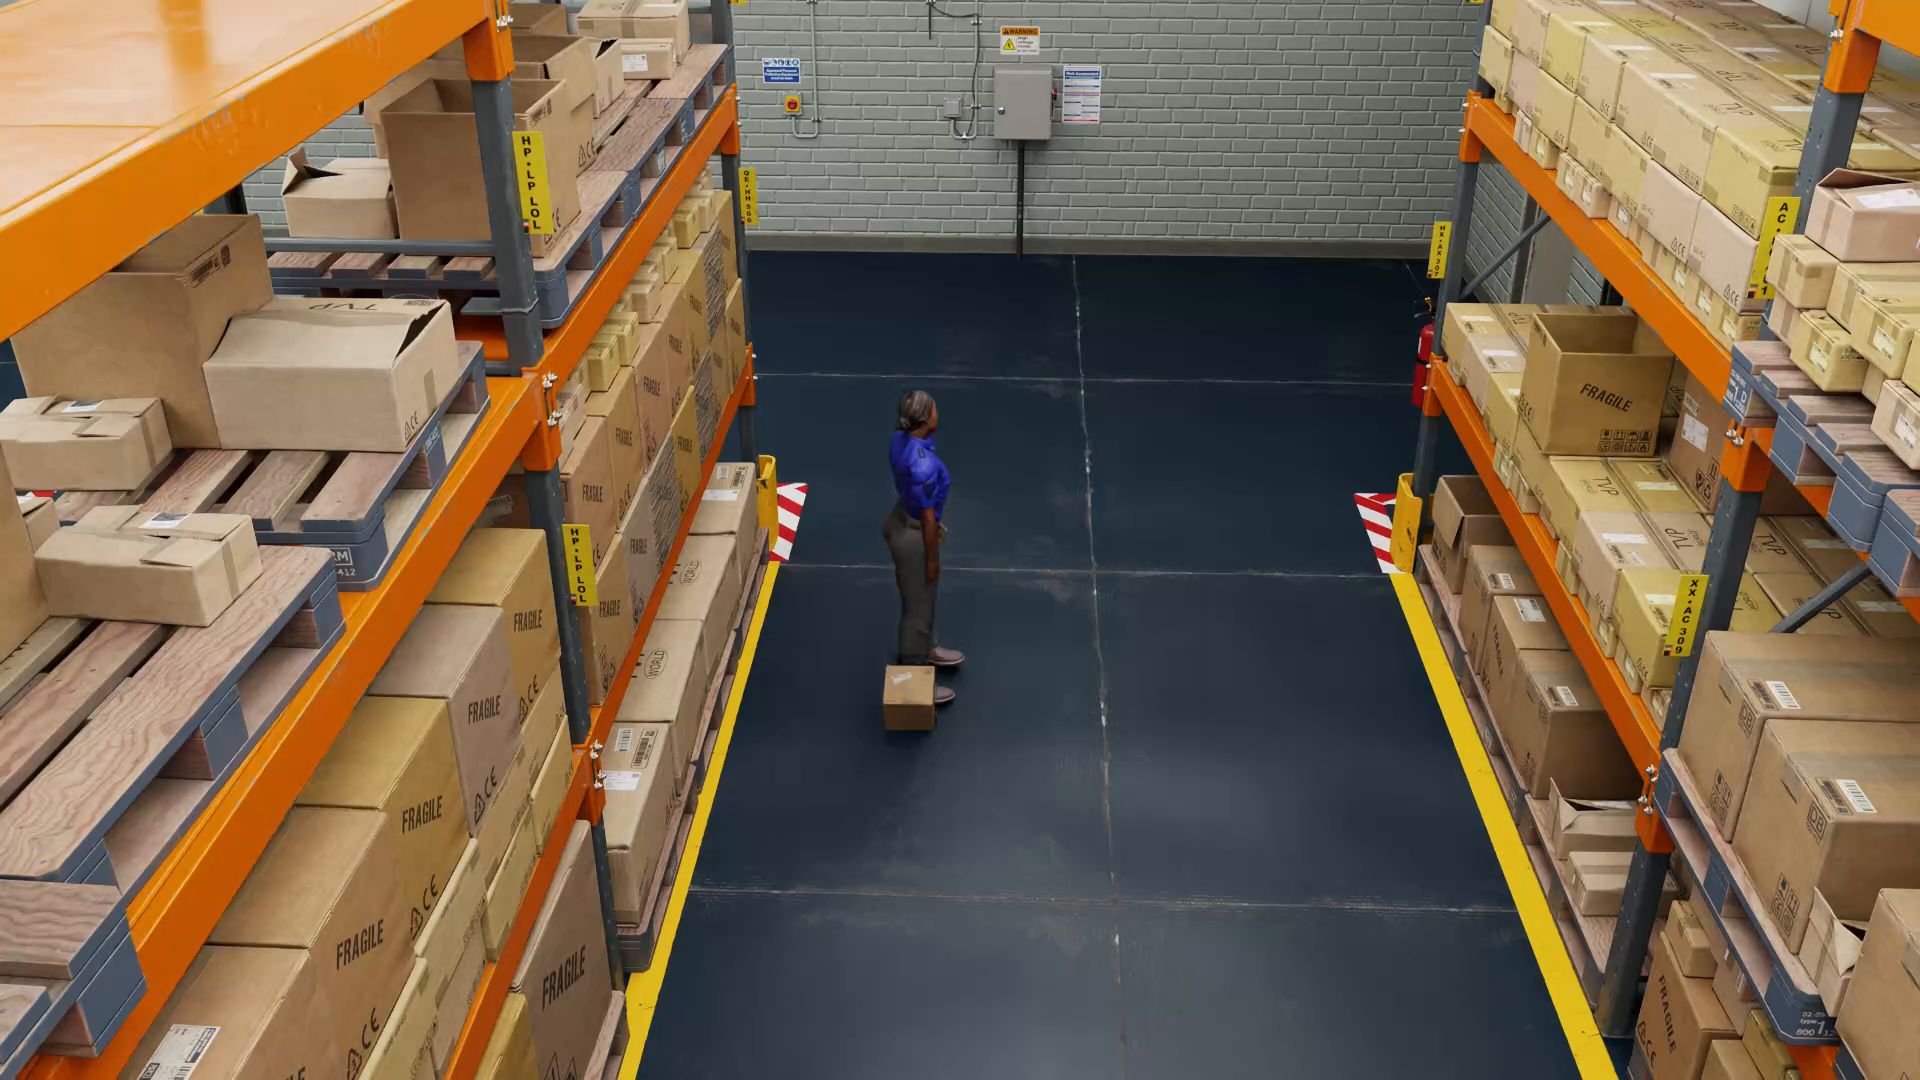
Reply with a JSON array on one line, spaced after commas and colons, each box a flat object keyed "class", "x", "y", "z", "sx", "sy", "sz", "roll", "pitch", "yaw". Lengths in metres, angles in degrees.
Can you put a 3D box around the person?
[{"class": "person", "x": -0.161, "y": 0.017, "z": 8.543, "sx": 0.430, "sy": 1.667, "sz": 0.502, "roll": -8, "pitch": 29, "yaw": -14}]
